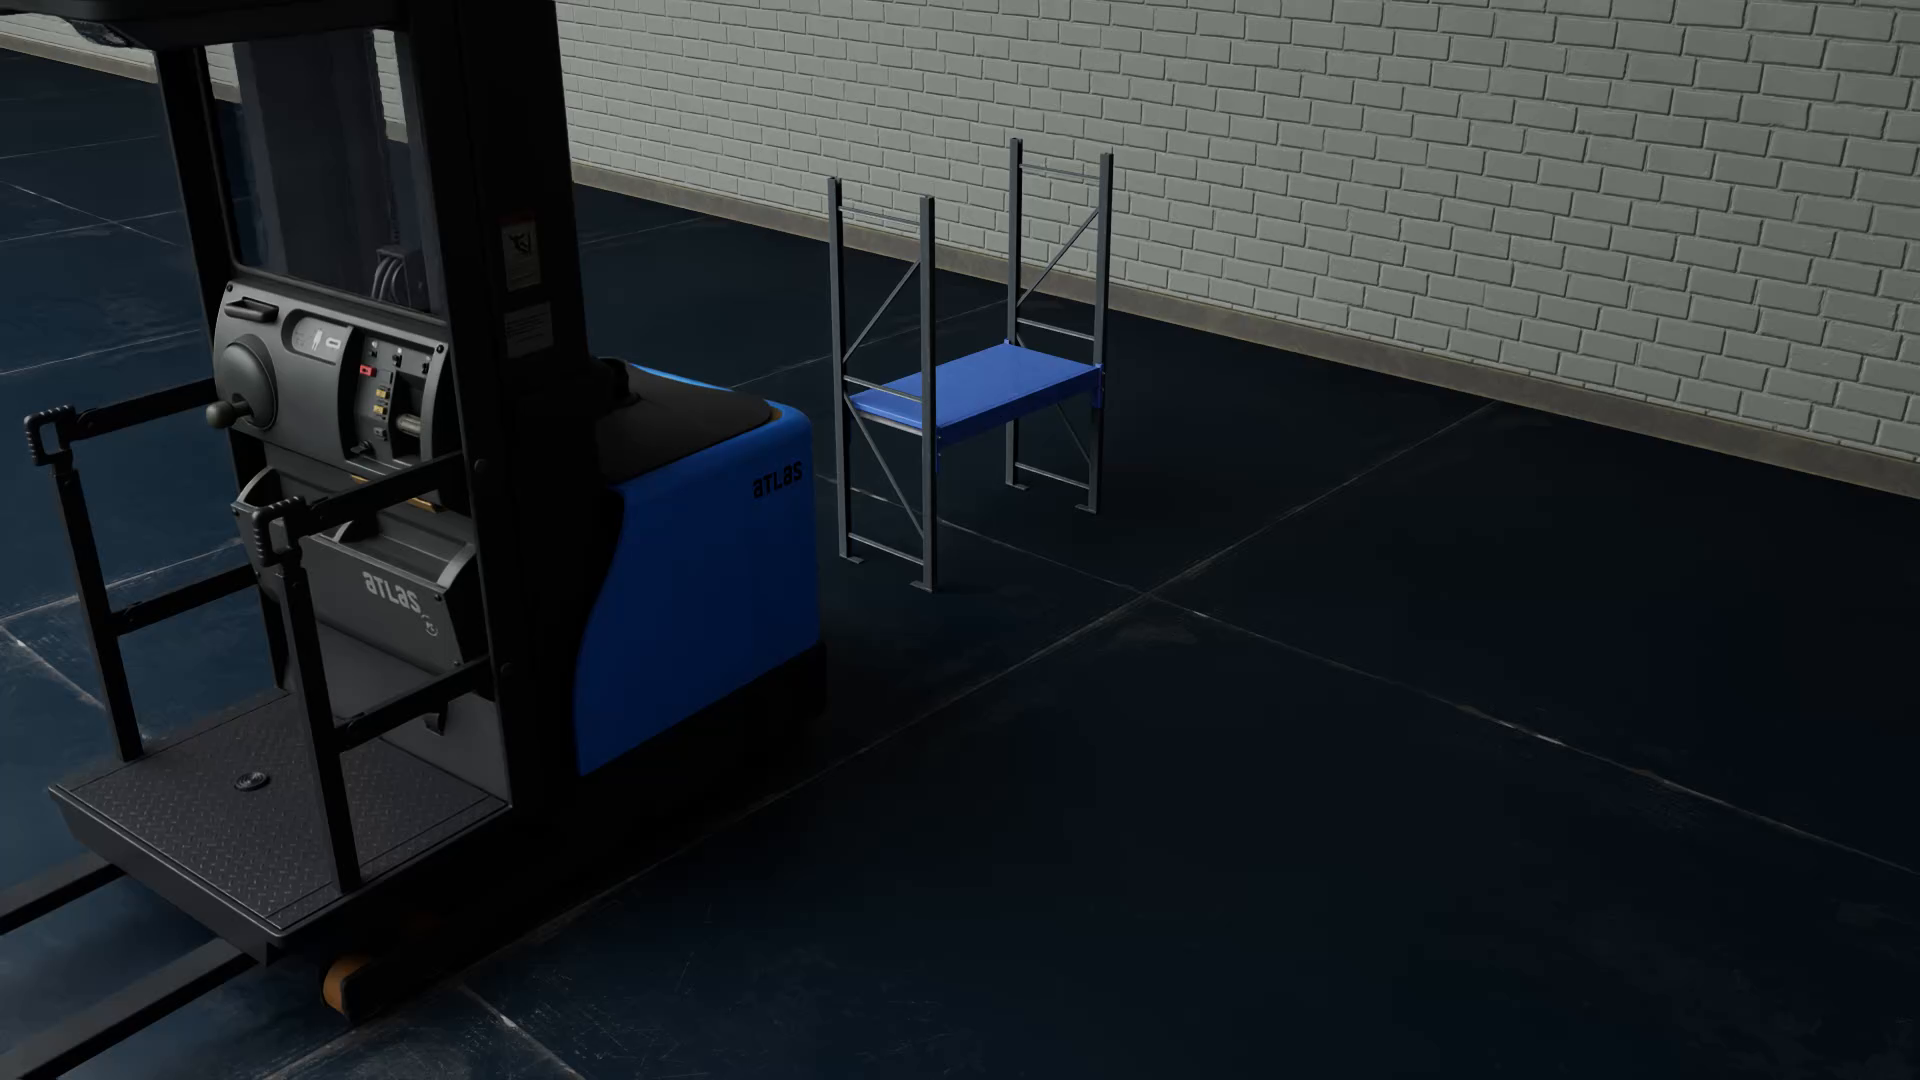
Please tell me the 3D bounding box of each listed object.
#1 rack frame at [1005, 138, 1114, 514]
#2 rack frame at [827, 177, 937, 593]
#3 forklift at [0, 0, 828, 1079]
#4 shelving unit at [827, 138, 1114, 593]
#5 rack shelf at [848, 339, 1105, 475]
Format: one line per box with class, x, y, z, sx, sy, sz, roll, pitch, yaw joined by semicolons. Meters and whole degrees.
rack frame;0.396;-0.865;6.847;0.500;1.500;0.032;20;31;38
rack frame;-0.282;-0.555;6.156;0.500;1.500;0.032;20;31;38
forklift;-1.714;-0.382;4.019;1.130;2.935;3.031;17;29;33
shelving unit;0.057;-0.710;6.501;0.538;1.500;1.048;20;31;38
rack shelf;0.057;-0.546;6.575;0.538;0.185;1.000;20;31;38
